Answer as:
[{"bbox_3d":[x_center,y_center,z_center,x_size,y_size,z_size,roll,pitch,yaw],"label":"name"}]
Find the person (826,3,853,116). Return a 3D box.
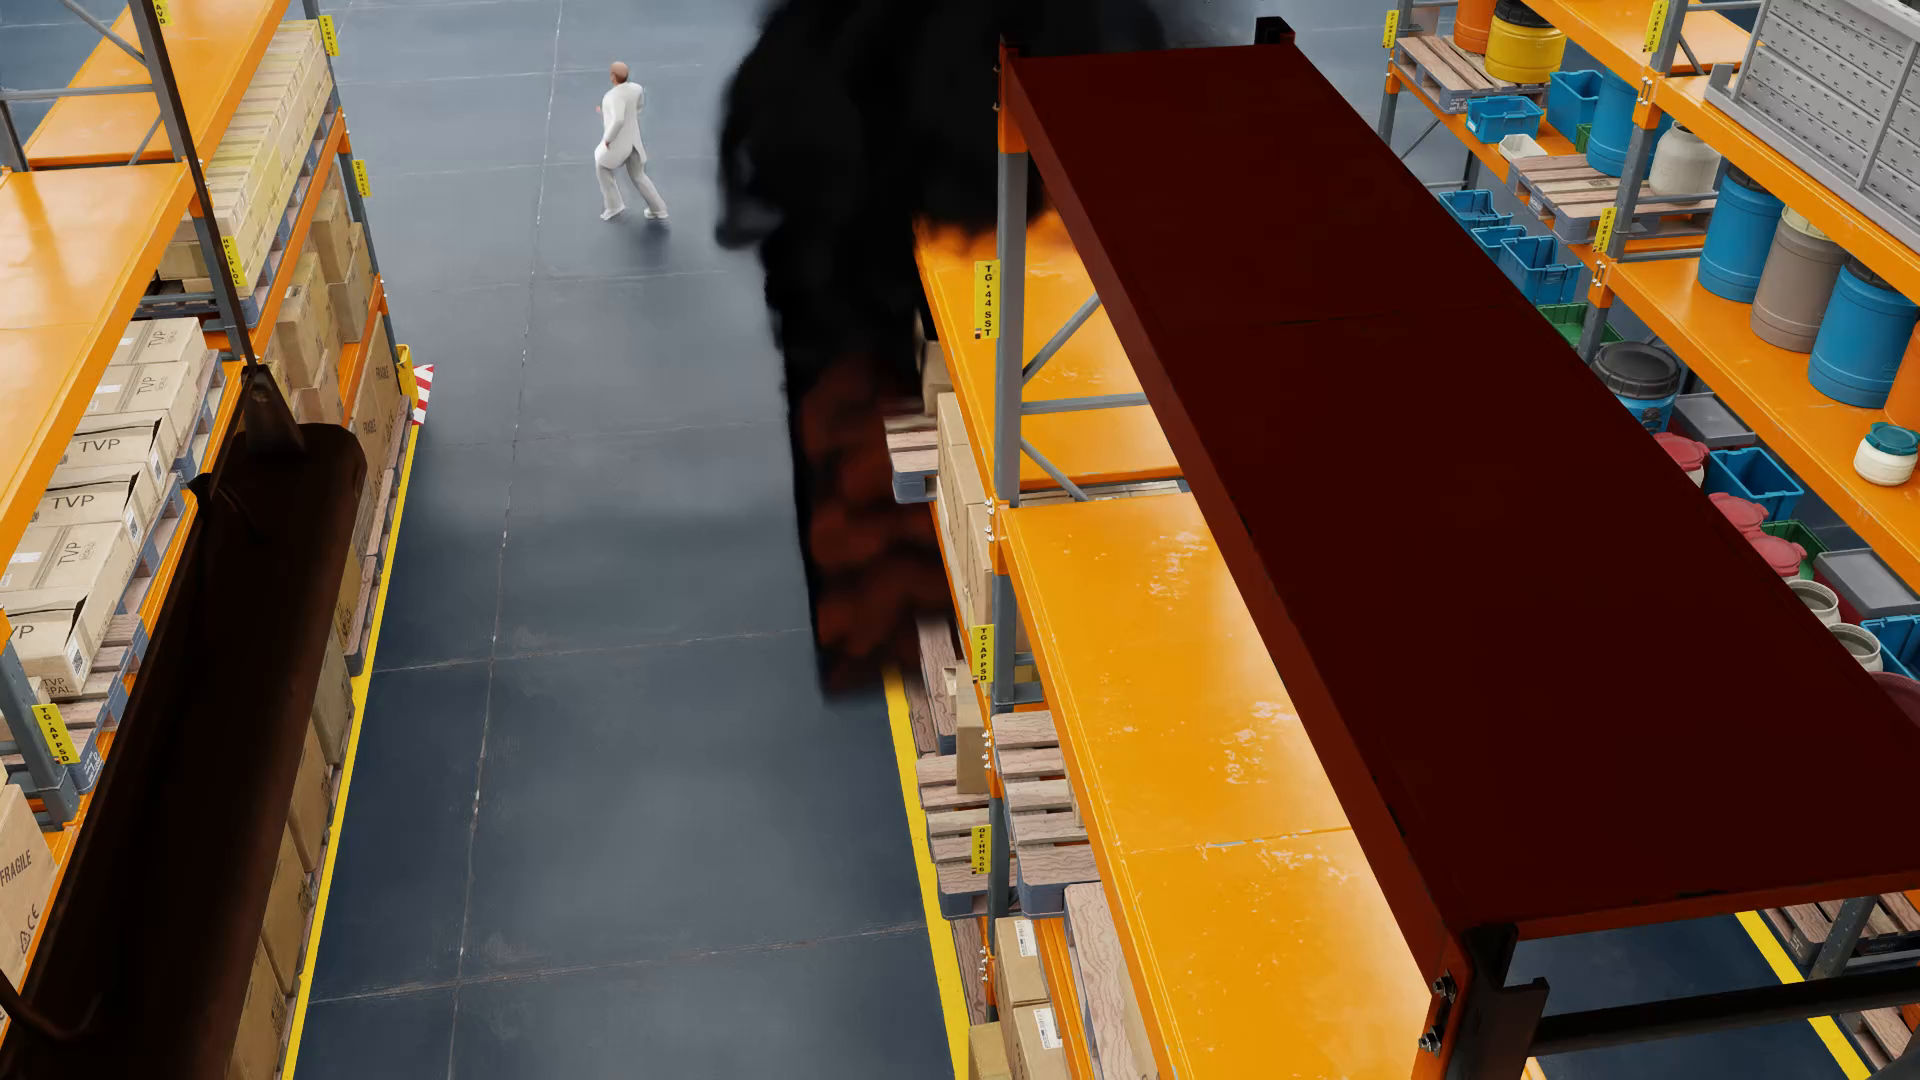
[{"bbox_3d":[-1.250,-5.884,19.927,0.897,1.818,0.671,9,37,12],"label":"person"}]

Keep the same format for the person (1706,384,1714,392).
[{"bbox_3d":[6.372,-1.131,13.582,0.657,1.670,0.612,-10,38,-14],"label":"person"}]

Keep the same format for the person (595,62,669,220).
[{"bbox_3d":[-3.557,-4.176,17.682,0.866,1.826,0.719,22,41,27],"label":"person"}]
